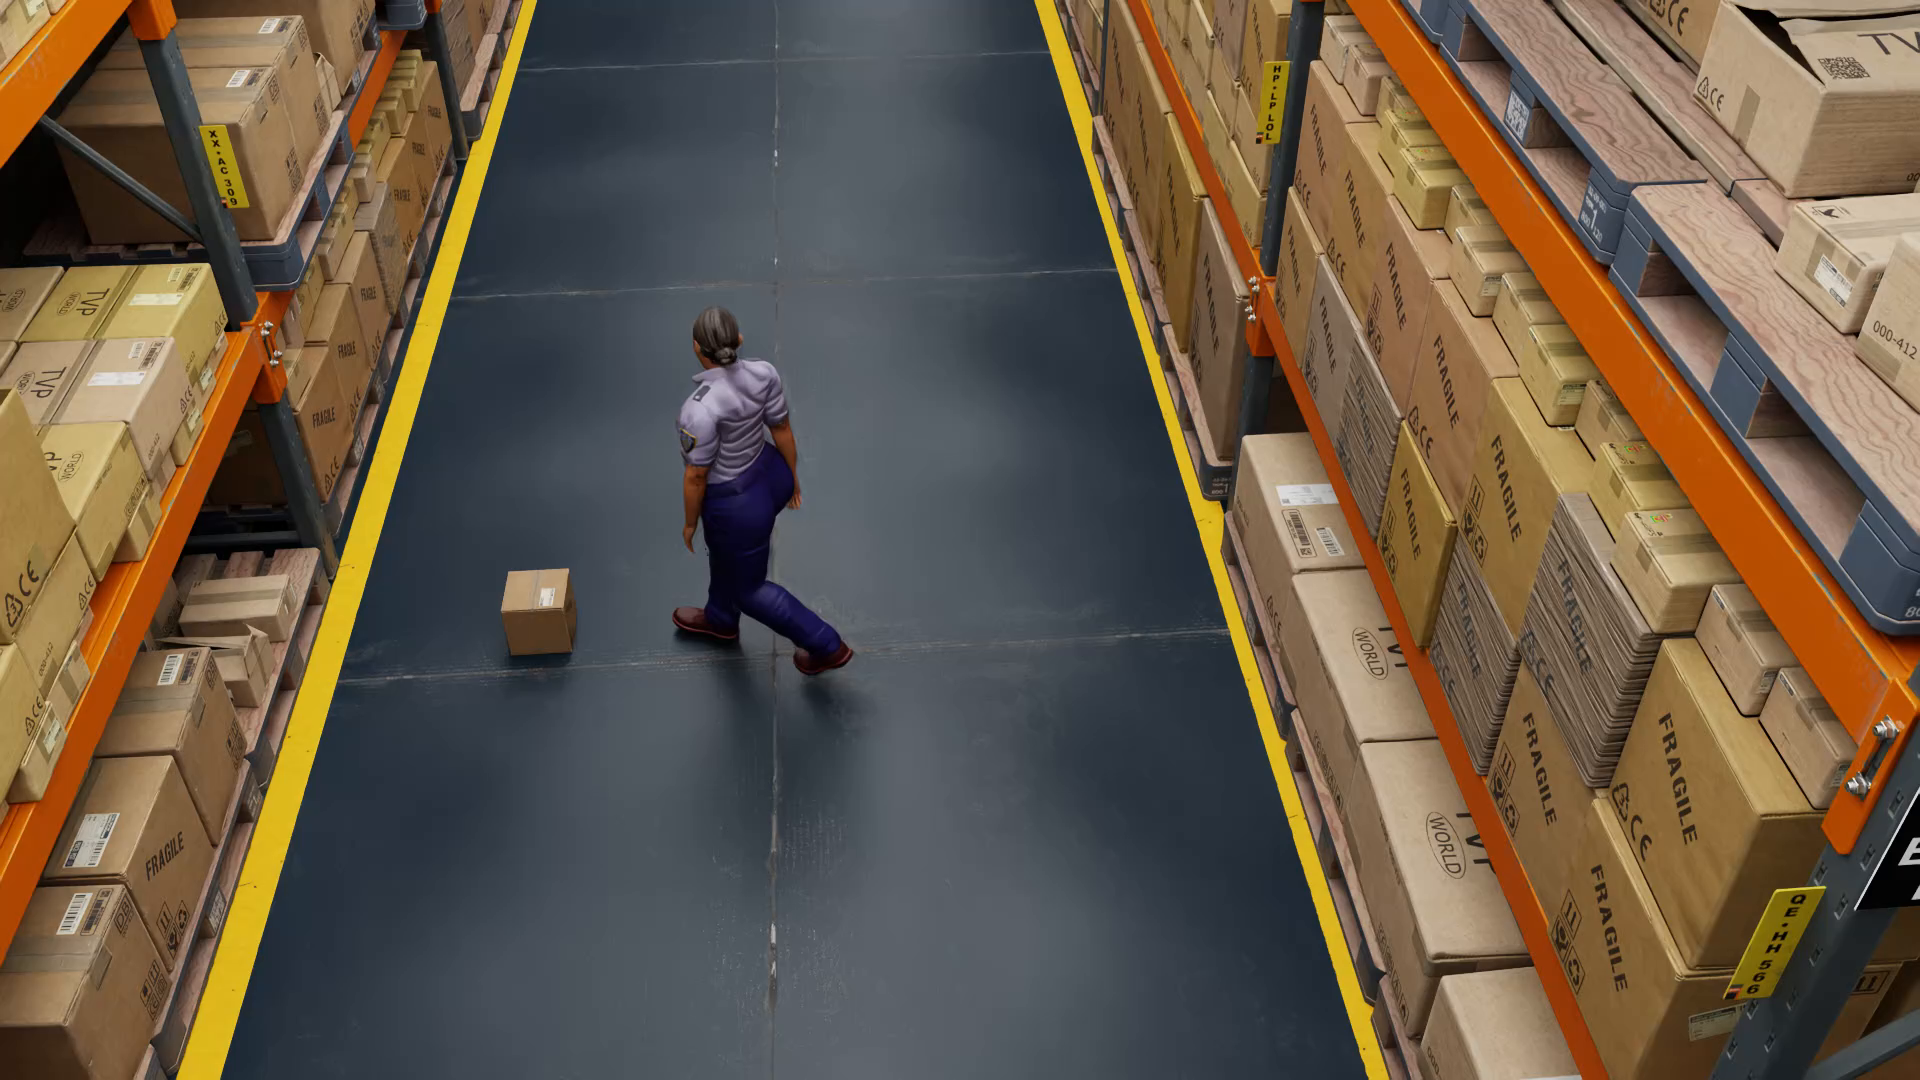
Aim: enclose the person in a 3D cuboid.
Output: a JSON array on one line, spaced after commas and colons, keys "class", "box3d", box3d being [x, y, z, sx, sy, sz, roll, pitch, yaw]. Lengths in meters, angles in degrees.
[{"class": "person", "box3d": [-0.815, -0.153, 6.352, 0.878, 1.613, 0.488, 15, 42, 18]}]
